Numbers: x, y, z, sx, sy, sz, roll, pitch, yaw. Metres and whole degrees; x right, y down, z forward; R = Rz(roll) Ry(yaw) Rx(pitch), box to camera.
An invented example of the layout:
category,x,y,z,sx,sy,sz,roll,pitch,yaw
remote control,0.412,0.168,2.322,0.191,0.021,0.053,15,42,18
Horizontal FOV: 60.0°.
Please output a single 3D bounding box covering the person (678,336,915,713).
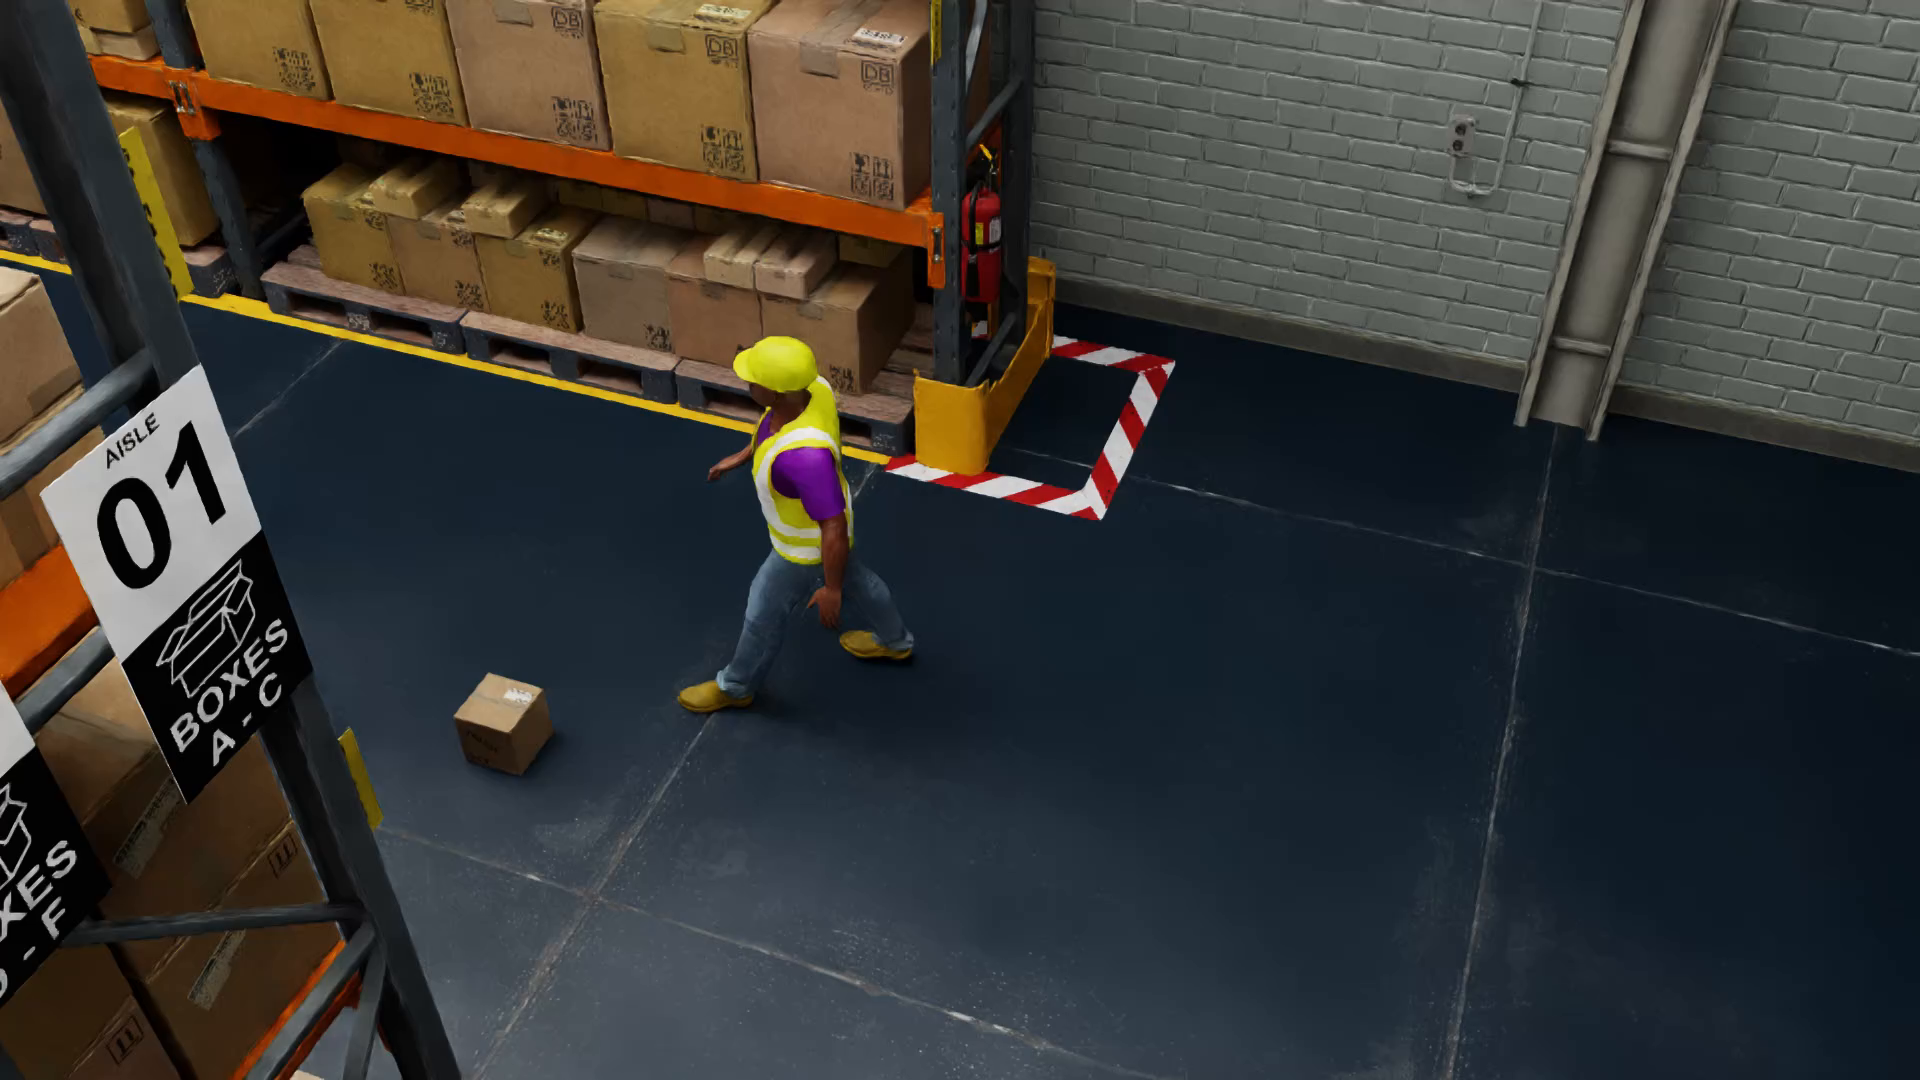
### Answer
category,x,y,z,sx,sy,sz,roll,pitch,yaw
person,-0.656,-0.033,6.183,0.965,1.725,0.774,-3,41,-3
